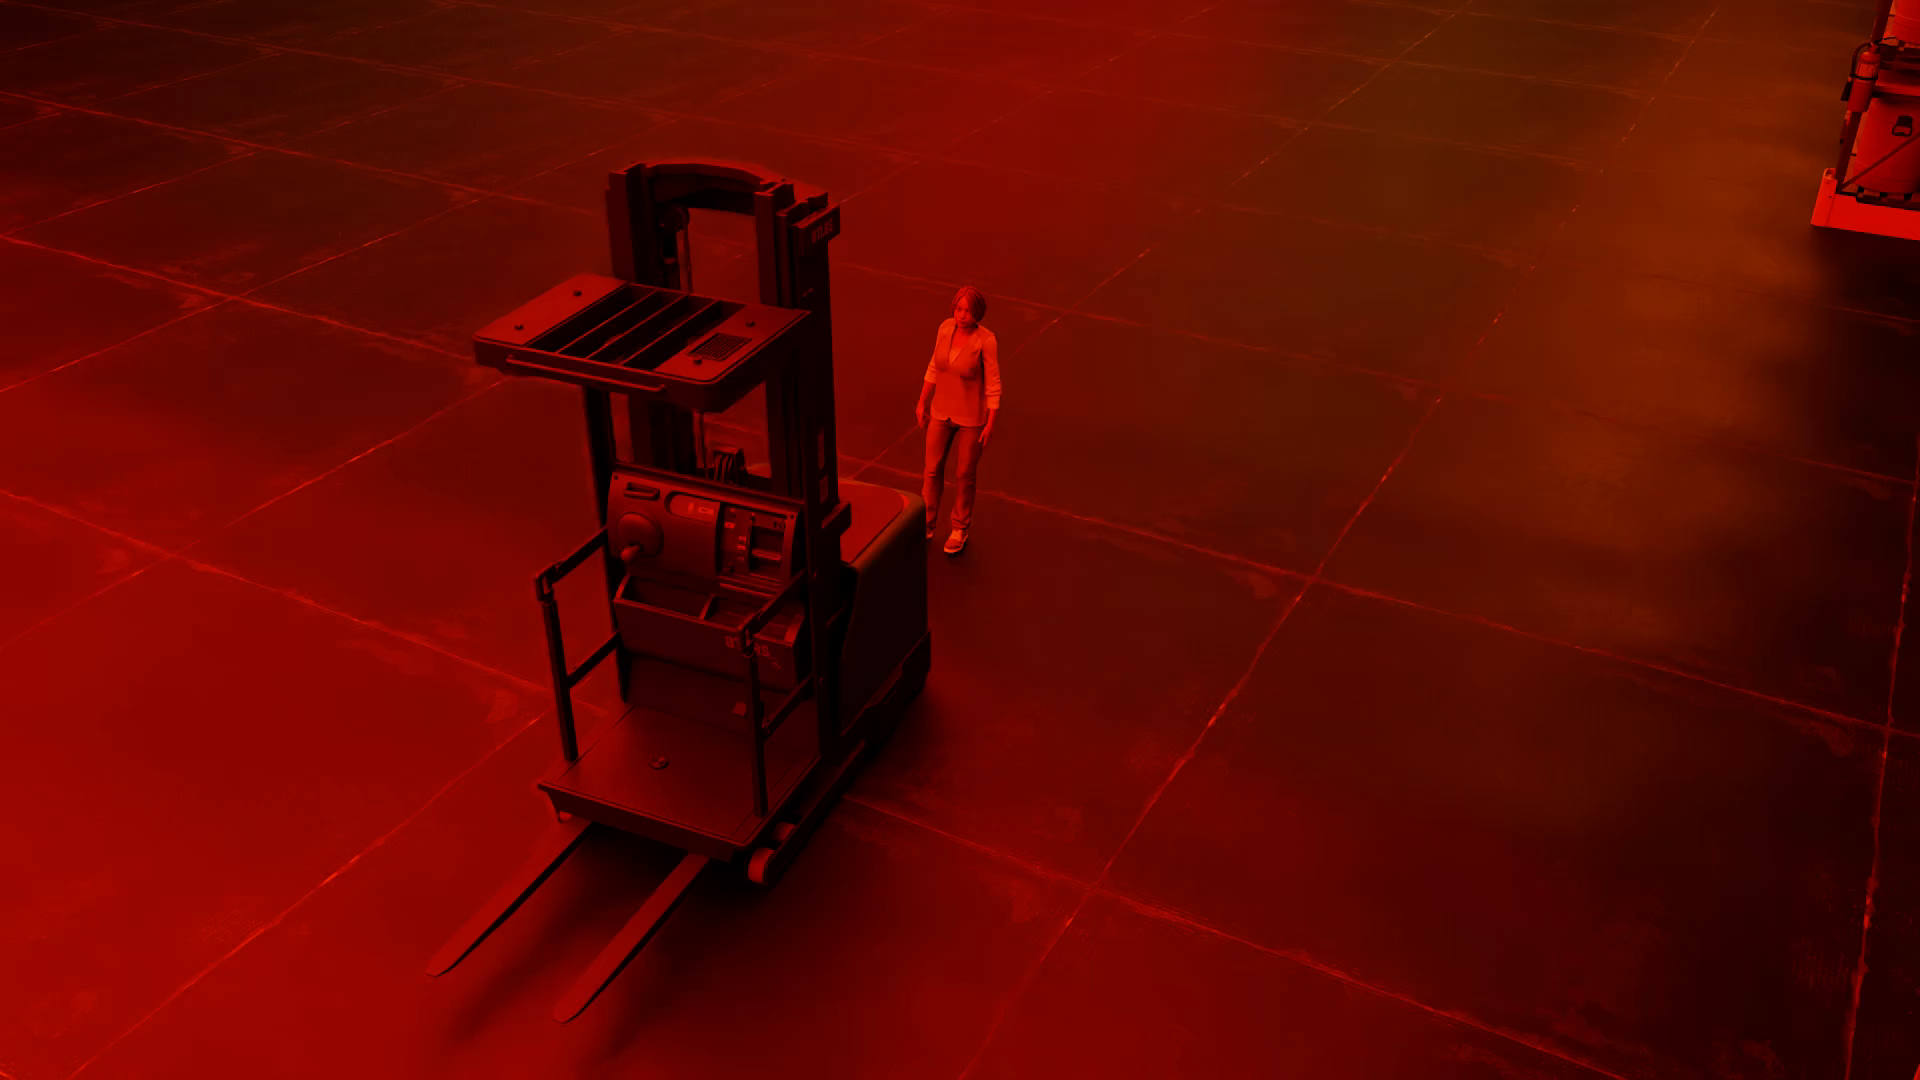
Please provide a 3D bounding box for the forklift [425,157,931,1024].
[{"bbox_3d":[-1.208,0.012,7.050,1.130,2.935,3.031,12,32,20],"label":"forklift"}]

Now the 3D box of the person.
[{"bbox_3d":[-0.049,-0.669,9.549,0.520,1.599,0.473,15,33,25],"label":"person"}]
